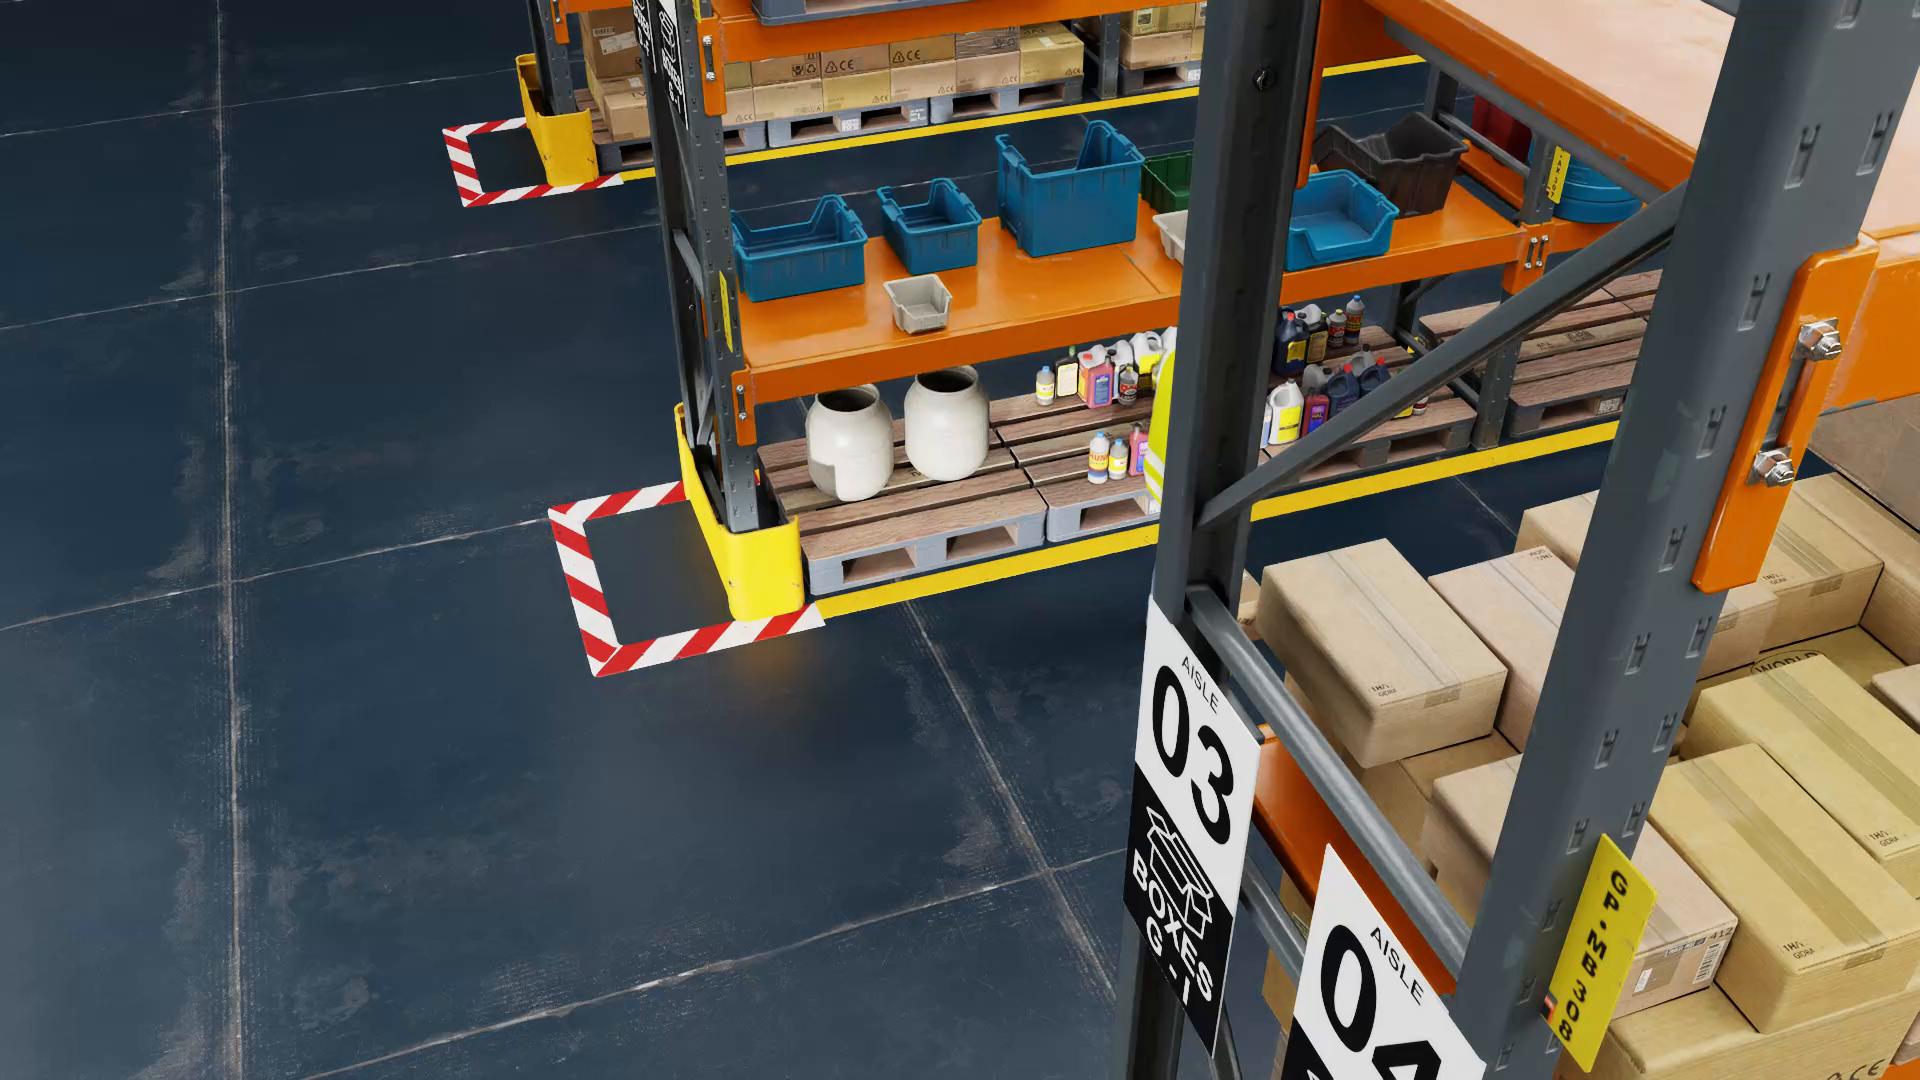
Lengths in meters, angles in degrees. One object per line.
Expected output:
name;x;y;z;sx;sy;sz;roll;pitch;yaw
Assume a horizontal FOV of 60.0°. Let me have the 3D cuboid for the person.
person;1.026;-0.230;7.069;0.458;1.761;0.638;-14;40;-17
